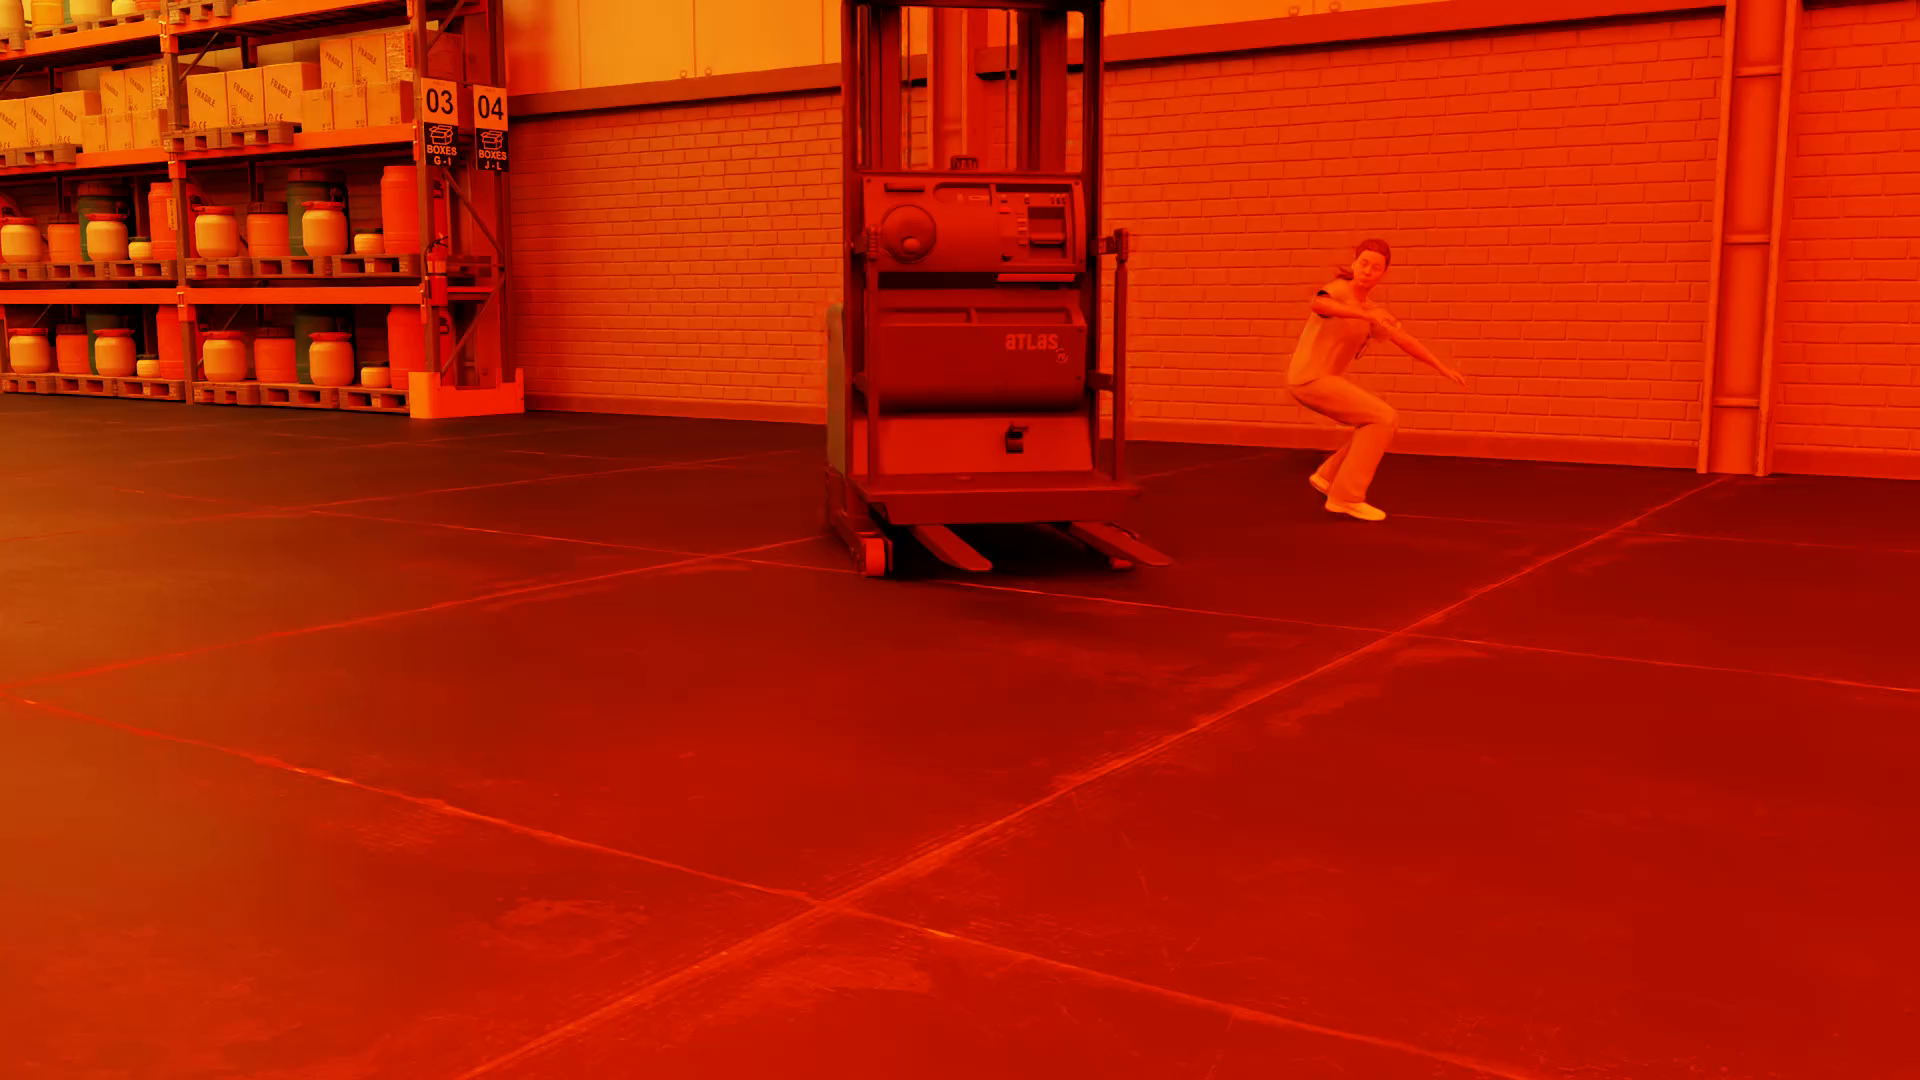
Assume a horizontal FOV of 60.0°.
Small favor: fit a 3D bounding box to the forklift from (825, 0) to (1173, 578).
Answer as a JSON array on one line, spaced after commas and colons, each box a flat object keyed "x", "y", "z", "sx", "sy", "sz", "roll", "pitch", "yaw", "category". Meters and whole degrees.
[{"x": 0.102, "y": -1.353, "z": 6.704, "sx": 1.130, "sy": 2.935, "sz": 3.031, "roll": -1, "pitch": 8, "yaw": -10, "category": "forklift"}]

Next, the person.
[{"x": 2.051, "y": -0.794, "z": 8.292, "sx": 0.838, "sy": 1.397, "sz": 0.697, "roll": 4, "pitch": 9, "yaw": 26, "category": "person"}]
